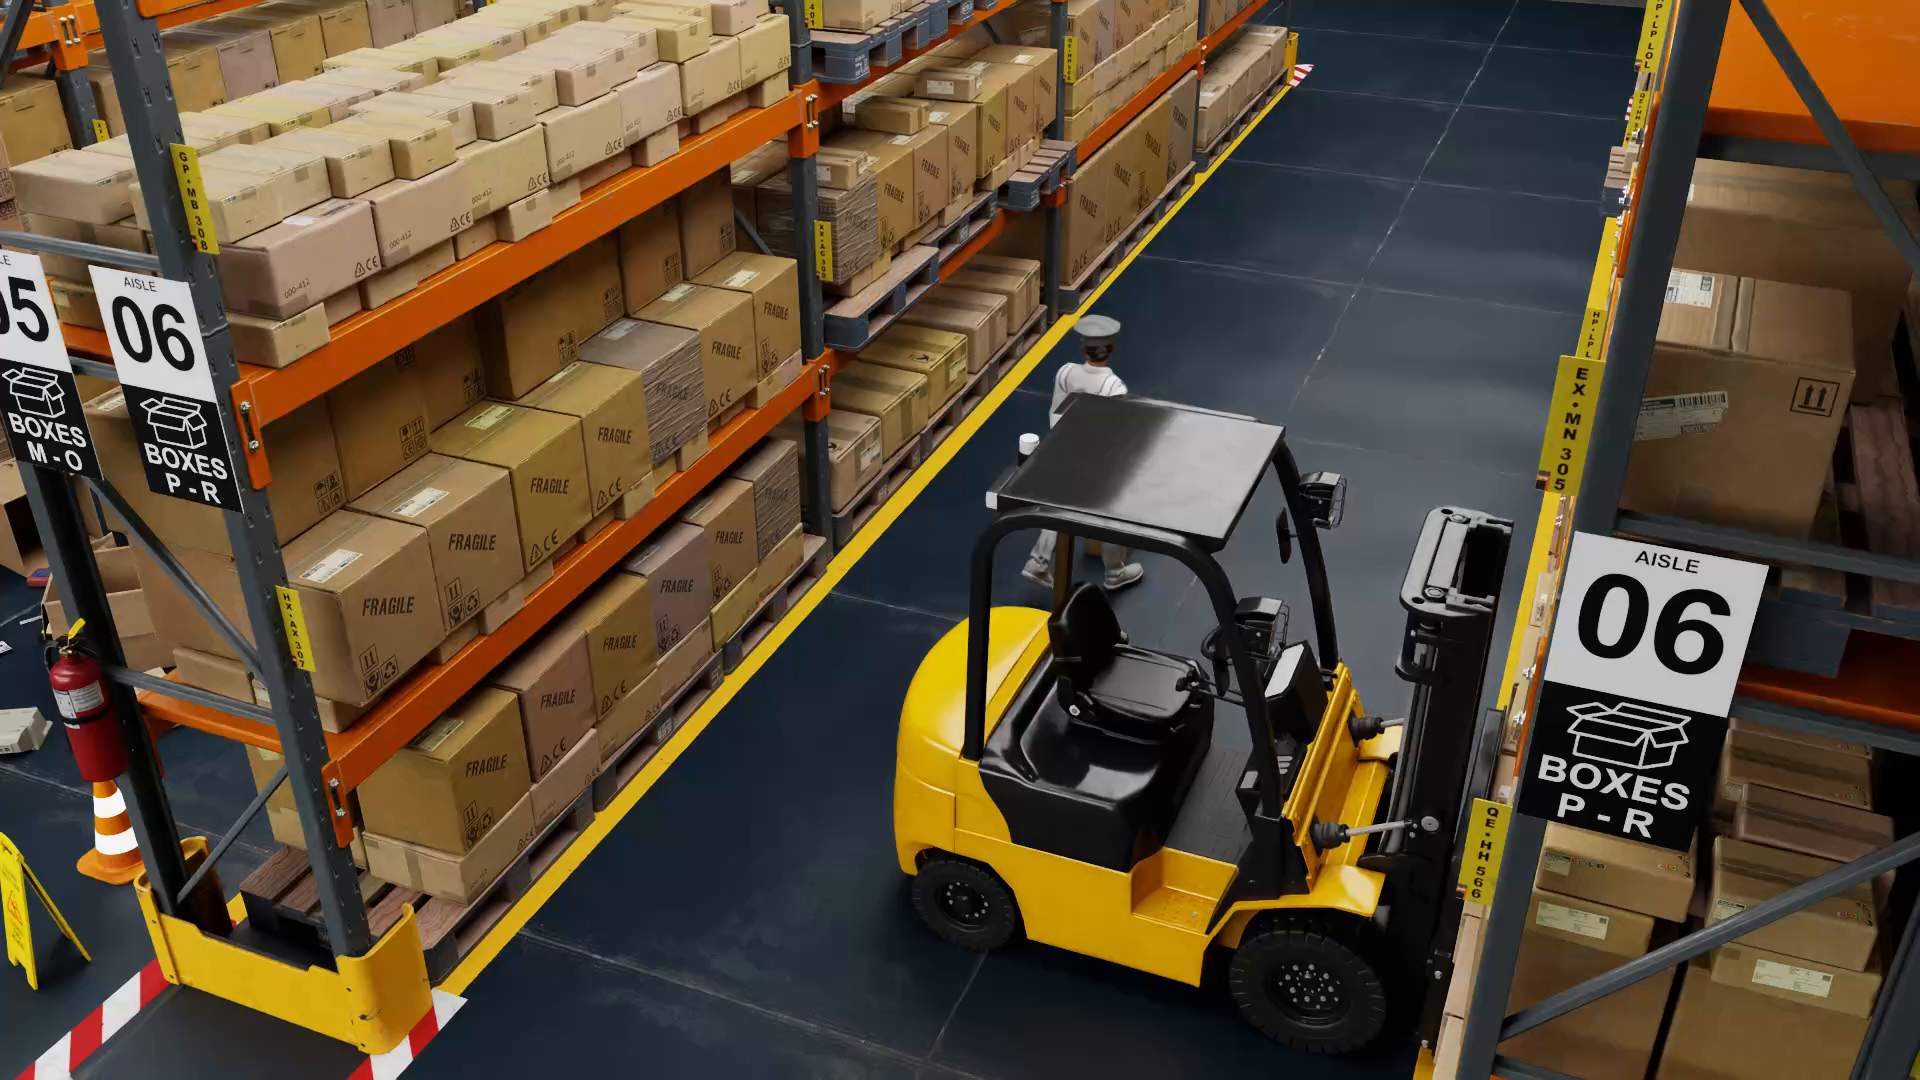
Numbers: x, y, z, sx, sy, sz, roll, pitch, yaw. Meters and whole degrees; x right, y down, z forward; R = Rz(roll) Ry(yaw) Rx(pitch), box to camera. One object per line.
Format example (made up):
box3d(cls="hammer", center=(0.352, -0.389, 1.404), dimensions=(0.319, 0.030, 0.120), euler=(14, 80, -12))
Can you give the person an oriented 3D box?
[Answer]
box3d(cls="person", center=(0.747, -0.478, 9.205), dimensions=(0.504, 1.689, 0.387), euler=(12, 32, 19))
